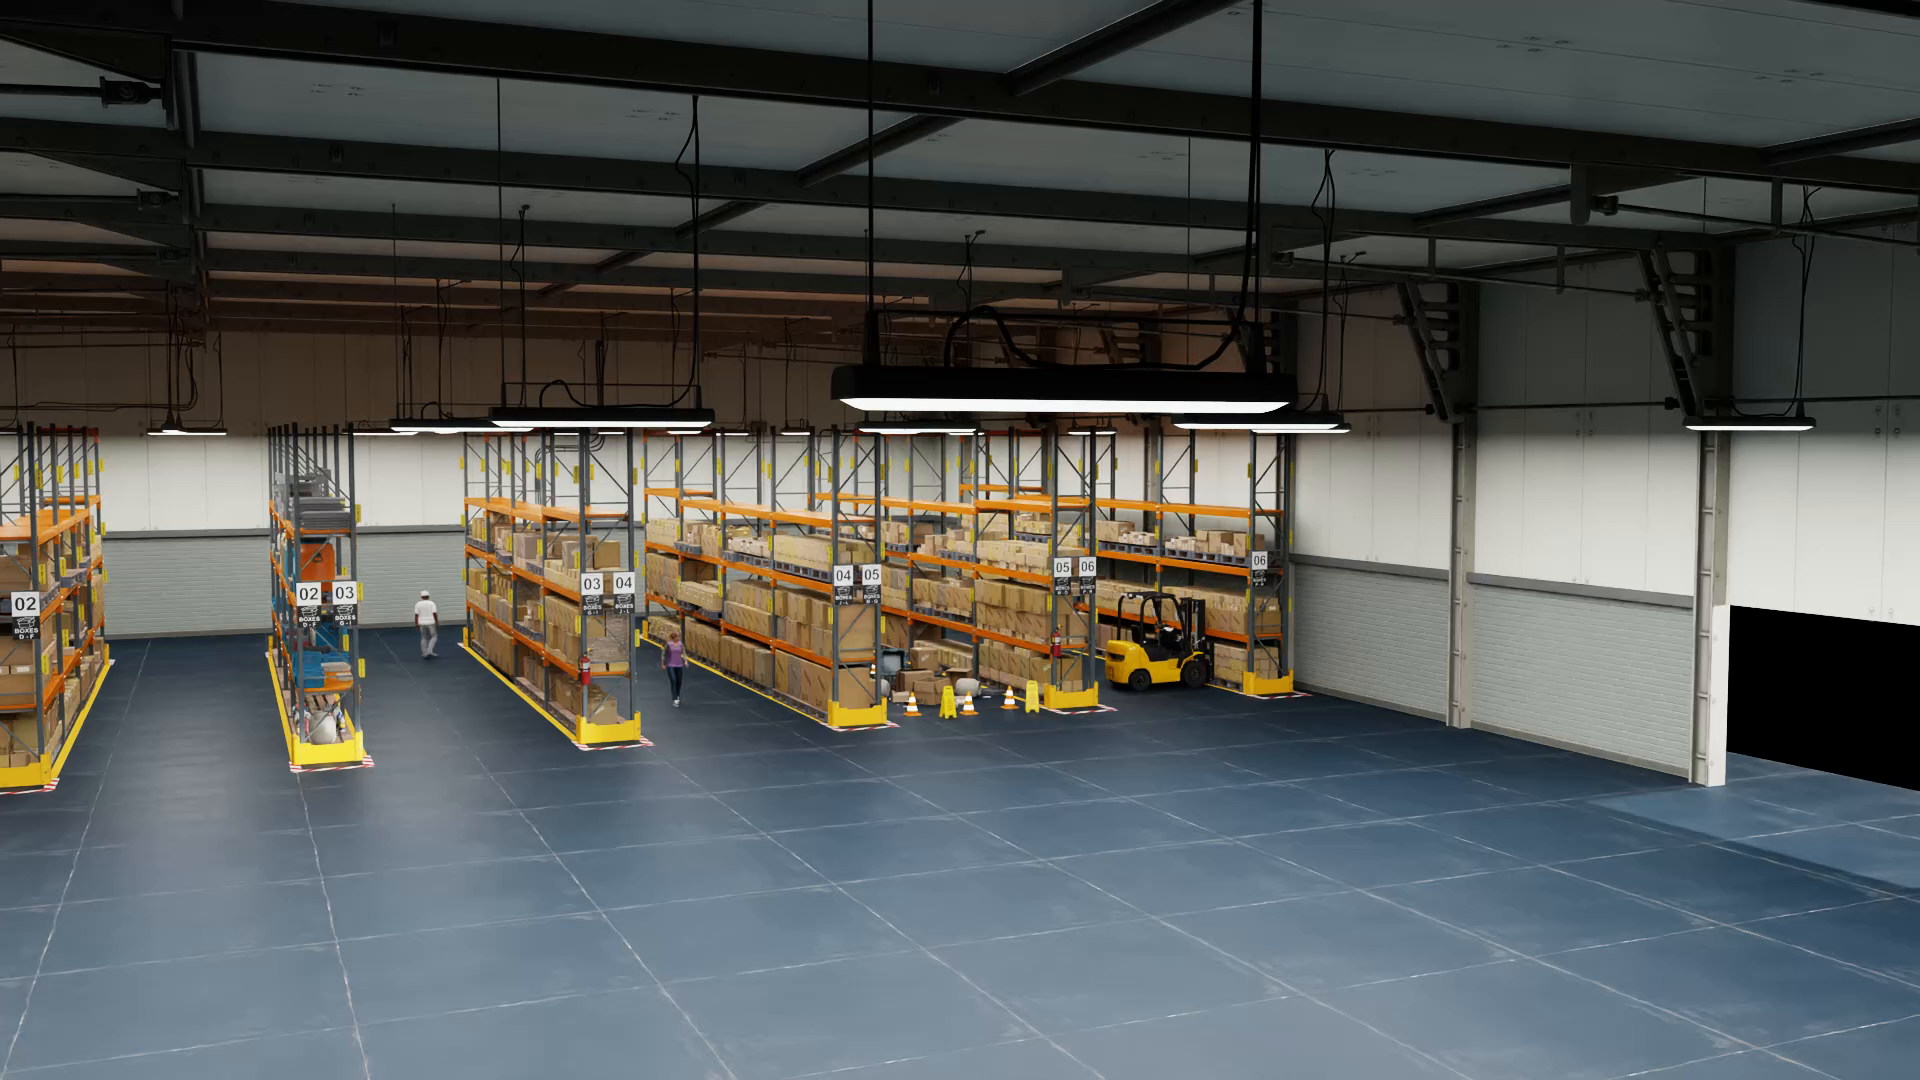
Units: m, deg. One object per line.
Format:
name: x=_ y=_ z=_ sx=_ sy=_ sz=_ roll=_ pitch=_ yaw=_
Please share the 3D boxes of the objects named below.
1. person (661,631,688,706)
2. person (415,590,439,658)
person: x=-6.114 y=2.752 z=35.849 sx=0.512 sy=1.581 sz=0.721 roll=-2 pitch=4 yaw=-28
person: x=-13.901 y=2.201 z=43.332 sx=0.608 sy=1.768 sz=0.509 roll=0 pitch=3 yaw=3
